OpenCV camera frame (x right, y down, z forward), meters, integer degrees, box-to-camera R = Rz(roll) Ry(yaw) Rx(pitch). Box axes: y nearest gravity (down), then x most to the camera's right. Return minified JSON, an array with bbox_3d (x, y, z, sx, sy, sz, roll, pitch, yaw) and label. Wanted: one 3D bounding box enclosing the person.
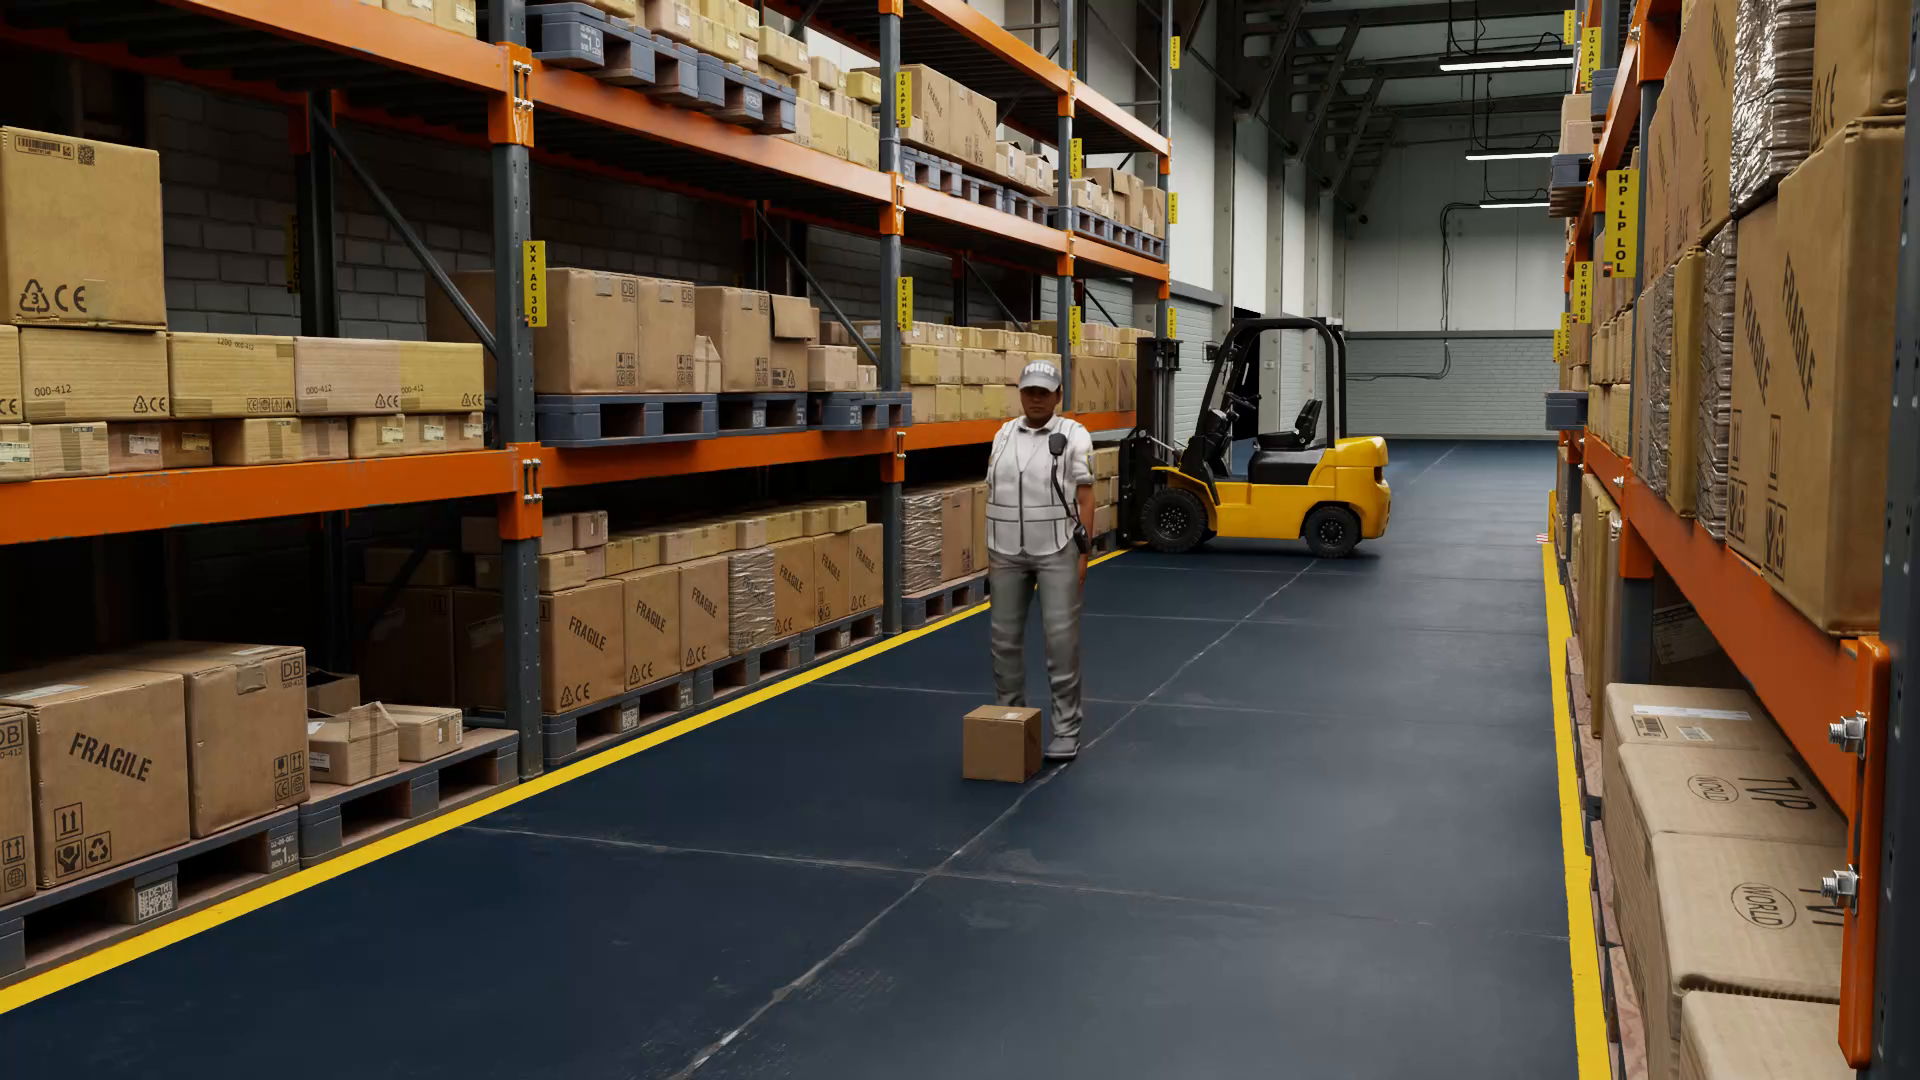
[{"bbox_3d":[0.328,0.076,6.970,0.468,1.661,0.391,2,6,20],"label":"person"}]
